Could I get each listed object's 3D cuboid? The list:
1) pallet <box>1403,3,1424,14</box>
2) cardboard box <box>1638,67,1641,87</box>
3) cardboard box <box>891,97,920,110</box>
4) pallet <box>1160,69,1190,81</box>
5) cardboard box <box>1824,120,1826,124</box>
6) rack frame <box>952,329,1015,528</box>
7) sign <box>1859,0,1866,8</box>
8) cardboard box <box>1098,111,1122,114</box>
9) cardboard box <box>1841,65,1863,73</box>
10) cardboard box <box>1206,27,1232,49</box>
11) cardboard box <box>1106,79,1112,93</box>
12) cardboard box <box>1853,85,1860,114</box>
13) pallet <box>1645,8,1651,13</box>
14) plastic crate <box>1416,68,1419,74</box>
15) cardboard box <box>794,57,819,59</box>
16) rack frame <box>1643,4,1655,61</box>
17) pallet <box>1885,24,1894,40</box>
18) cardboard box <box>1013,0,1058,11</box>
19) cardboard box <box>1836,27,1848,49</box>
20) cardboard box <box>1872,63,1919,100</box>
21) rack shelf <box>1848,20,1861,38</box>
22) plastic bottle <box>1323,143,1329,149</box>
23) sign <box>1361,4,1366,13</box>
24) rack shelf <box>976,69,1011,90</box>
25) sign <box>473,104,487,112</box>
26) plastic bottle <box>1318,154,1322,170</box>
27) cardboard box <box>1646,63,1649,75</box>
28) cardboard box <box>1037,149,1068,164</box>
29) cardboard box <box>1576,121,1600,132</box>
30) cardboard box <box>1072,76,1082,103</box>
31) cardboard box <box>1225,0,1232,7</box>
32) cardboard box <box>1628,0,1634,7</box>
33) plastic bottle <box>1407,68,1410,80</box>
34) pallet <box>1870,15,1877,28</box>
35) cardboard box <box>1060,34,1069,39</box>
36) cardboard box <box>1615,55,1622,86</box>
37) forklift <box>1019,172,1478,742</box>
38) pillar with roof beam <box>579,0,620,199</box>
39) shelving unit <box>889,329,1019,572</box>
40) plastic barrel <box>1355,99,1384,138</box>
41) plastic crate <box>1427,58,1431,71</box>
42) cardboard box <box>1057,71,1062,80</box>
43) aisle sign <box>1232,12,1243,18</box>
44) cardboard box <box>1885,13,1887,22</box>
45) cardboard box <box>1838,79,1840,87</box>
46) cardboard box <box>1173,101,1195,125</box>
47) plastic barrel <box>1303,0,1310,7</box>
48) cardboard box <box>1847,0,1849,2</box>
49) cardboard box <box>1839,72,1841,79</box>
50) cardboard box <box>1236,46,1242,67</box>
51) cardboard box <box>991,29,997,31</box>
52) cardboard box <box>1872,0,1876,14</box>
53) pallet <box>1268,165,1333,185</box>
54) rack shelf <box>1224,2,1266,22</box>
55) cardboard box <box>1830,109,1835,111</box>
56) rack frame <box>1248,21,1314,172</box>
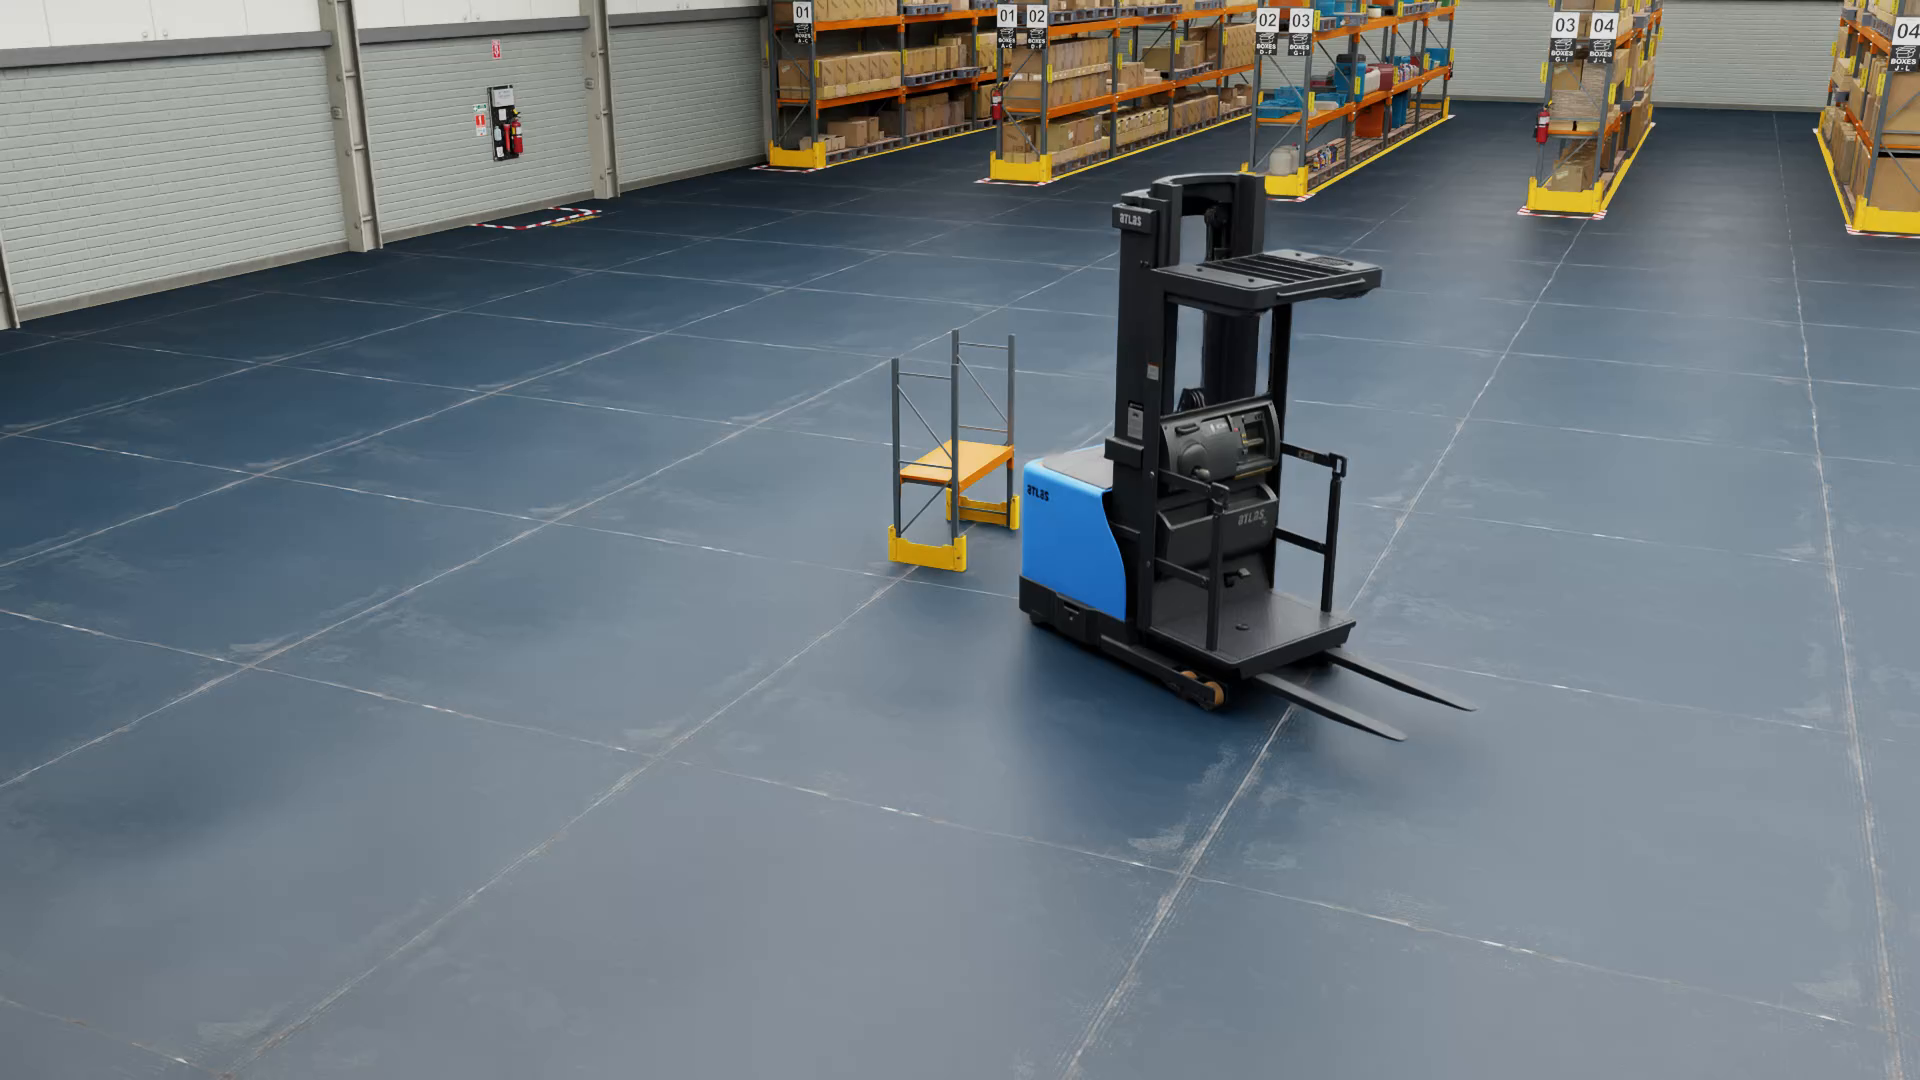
[{"bbox_3d":[9.912,-12.067,37.728,1.003,0.211,1.213,9,21,23],"label":"pallet"},{"bbox_3d":[14.143,-9.757,35.278,0.500,0.500,0.500,8,21,21],"label":"cardboard box"},{"bbox_3d":[-1.245,-10.002,38.071,0.500,0.250,0.500,8,21,22],"label":"cardboard box"},{"bbox_3d":[4.664,-10.927,39.004,1.213,0.211,1.003,9,21,23],"label":"pallet"},{"bbox_3d":[20.739,-9.913,39.494,0.380,0.149,0.250,9,21,24],"label":"cardboard box"},{"bbox_3d":[0.173,-0.836,12.581,0.500,1.500,0.032,9,21,23],"label":"rack frame"},{"bbox_3d":[17.476,-10.461,32.159,0.100,0.325,0.005,9,21,23],"label":"sign"},{"bbox_3d":[3.339,-9.373,36.988,0.500,0.311,0.500,8,21,22],"label":"cardboard box"},{"bbox_3d":[18.071,-9.540,33.678,0.380,0.149,0.250,9,22,24],"label":"cardboard box"},{"bbox_3d":[6.538,-12.647,41.913,0.500,0.500,0.500,9,22,24],"label":"cardboard box"},{"bbox_3d":[2.974,-9.664,35.390,0.500,0.250,0.500,10,22,26],"label":"cardboard box"},{"bbox_3d":[16.716,-8.058,30.502,0.500,0.500,0.500,9,21,23],"label":"cardboard box"},{"bbox_3d":[13.702,-10.969,34.640,1.213,0.211,1.003,10,22,25],"label":"pallet"},{"bbox_3d":[10.927,-11.369,40.266,0.396,0.136,0.243,9,21,23],"label":"plastic crate"},{"bbox_3d":[-3.132,-9.652,34.206,0.500,0.500,0.500,9,21,23],"label":"cardboard box"},{"bbox_3d":[15.124,-10.663,37.976,1.000,3.000,0.127,9,21,23],"label":"rack frame"},{"bbox_3d":[14.988,-7.883,25.814,1.003,0.211,1.213,9,21,23],"label":"pallet"},{"bbox_3d":[1.413,-10.256,31.365,0.797,0.503,0.637,10,22,26],"label":"cardboard box"},{"bbox_3d":[20.820,-11.732,38.896,0.500,0.500,0.500,8,21,22],"label":"cardboard box"},{"bbox_3d":[15.474,-7.484,27.201,0.875,0.550,0.500,9,21,23],"label":"cardboard box"},{"bbox_3d":[18.789,-10.415,33.874,1.077,0.370,4.000,9,21,23],"label":"rack shelf"},{"bbox_3d":[7.197,-7.640,32.771,0.144,0.351,0.185,9,21,23],"label":"plastic bottle"},{"bbox_3d":[7.827,-10.236,32.284,0.100,0.325,0.005,9,21,23],"label":"sign"},{"bbox_3d":[0.748,-11.752,42.110,1.077,0.370,4.000,9,21,23],"label":"rack shelf"},{"bbox_3d":[-7.663,-6.894,26.533,0.001,0.109,0.331,9,21,23],"label":"sign"},{"bbox_3d":[6.828,-7.180,31.579,0.061,0.283,0.133,9,21,24],"label":"plastic bottle"},{"bbox_3d":[15.556,-10.840,38.254,0.500,0.250,0.500,8,21,22],"label":"cardboard box"},{"bbox_3d":[1.798,-7.544,32.683,0.500,0.250,0.500,9,21,23],"label":"cardboard box"},{"bbox_3d":[10.545,-6.931,27.856,0.380,0.149,0.250,9,21,23],"label":"cardboard box"},{"bbox_3d":[2.009,-9.017,33.197,0.700,0.500,0.500,9,22,24],"label":"cardboard box"},{"bbox_3d":[6.513,-13.481,41.646,0.500,0.250,0.500,9,21,23],"label":"cardboard box"},{"bbox_3d":[11.897,-9.881,29.961,0.500,0.500,0.500,8,21,21],"label":"cardboard box"},{"bbox_3d":[10.383,-10.854,38.696,0.152,0.276,0.135,9,21,23],"label":"plastic bottle"},{"bbox_3d":[17.299,-9.507,30.529,1.003,0.211,1.213,10,22,25],"label":"pallet"},{"bbox_3d":[2.397,-13.453,45.373,0.980,0.700,0.700,7,21,20],"label":"cardboard box"},{"bbox_3d":[11.099,-8.089,28.652,0.500,0.500,0.500,9,21,23],"label":"cardboard box"},{"bbox_3d":[1.683,-0.577,9.717,1.130,2.935,3.031,-14,24,-35],"label":"forklift"},{"bbox_3d":[-2.379,-9.768,26.506,9.100,9.000,0.400,9,21,23],"label":"pillar with roof beam"},{"bbox_3d":[-0.031,-0.683,12.152,0.587,1.500,1.083,9,21,23],"label":"shelving unit"},{"bbox_3d":[9.152,-9.447,37.169,0.600,0.830,0.708,9,21,23],"label":"plastic barrel"},{"bbox_3d":[11.399,-11.757,41.138,0.437,0.282,0.530,9,21,23],"label":"plastic crate"},{"bbox_3d":[1.740,-8.956,32.057,0.380,0.149,0.250,9,21,23],"label":"cardboard box"},{"bbox_3d":[7.486,-14.532,44.976,0.394,0.787,0.004,9,21,23],"label":"aisle sign"},{"bbox_3d":[15.042,-8.360,26.621,0.380,0.149,0.250,9,21,23],"label":"cardboard box"},{"bbox_3d":[18.175,-9.335,33.989,0.380,0.149,0.250,8,21,20],"label":"cardboard box"},{"bbox_3d":[5.317,-10.244,39.870,0.500,0.500,0.500,8,21,22],"label":"cardboard box"},{"bbox_3d":[6.043,-9.740,29.996,0.600,0.588,0.600,0,20,0],"label":"plastic barrel"},{"bbox_3d":[20.193,-12.187,37.261,0.500,0.250,0.500,8,21,21],"label":"cardboard box"},{"bbox_3d":[18.177,-9.477,33.944,0.380,0.149,0.250,8,21,22],"label":"cardboard box"},{"bbox_3d":[6.959,-12.499,42.988,0.500,0.500,0.500,8,21,22],"label":"cardboard box"},{"bbox_3d":[0.933,-12.986,42.766,0.500,0.250,0.500,9,21,23],"label":"cardboard box"},{"bbox_3d":[16.849,-9.688,30.115,0.500,0.311,0.500,8,21,21],"label":"cardboard box"},{"bbox_3d":[6.518,-7.010,31.864,1.003,0.211,1.213,9,21,23],"label":"pallet"},{"bbox_3d":[6.907,-13.709,43.138,1.077,0.370,4.000,9,21,23],"label":"rack shelf"},{"bbox_3d":[20.472,-9.948,38.706,0.380,0.149,0.250,7,21,20],"label":"cardboard box"},{"bbox_3d":[5.692,-7.674,29.572,1.000,3.000,0.127,9,21,23],"label":"rack frame"}]
